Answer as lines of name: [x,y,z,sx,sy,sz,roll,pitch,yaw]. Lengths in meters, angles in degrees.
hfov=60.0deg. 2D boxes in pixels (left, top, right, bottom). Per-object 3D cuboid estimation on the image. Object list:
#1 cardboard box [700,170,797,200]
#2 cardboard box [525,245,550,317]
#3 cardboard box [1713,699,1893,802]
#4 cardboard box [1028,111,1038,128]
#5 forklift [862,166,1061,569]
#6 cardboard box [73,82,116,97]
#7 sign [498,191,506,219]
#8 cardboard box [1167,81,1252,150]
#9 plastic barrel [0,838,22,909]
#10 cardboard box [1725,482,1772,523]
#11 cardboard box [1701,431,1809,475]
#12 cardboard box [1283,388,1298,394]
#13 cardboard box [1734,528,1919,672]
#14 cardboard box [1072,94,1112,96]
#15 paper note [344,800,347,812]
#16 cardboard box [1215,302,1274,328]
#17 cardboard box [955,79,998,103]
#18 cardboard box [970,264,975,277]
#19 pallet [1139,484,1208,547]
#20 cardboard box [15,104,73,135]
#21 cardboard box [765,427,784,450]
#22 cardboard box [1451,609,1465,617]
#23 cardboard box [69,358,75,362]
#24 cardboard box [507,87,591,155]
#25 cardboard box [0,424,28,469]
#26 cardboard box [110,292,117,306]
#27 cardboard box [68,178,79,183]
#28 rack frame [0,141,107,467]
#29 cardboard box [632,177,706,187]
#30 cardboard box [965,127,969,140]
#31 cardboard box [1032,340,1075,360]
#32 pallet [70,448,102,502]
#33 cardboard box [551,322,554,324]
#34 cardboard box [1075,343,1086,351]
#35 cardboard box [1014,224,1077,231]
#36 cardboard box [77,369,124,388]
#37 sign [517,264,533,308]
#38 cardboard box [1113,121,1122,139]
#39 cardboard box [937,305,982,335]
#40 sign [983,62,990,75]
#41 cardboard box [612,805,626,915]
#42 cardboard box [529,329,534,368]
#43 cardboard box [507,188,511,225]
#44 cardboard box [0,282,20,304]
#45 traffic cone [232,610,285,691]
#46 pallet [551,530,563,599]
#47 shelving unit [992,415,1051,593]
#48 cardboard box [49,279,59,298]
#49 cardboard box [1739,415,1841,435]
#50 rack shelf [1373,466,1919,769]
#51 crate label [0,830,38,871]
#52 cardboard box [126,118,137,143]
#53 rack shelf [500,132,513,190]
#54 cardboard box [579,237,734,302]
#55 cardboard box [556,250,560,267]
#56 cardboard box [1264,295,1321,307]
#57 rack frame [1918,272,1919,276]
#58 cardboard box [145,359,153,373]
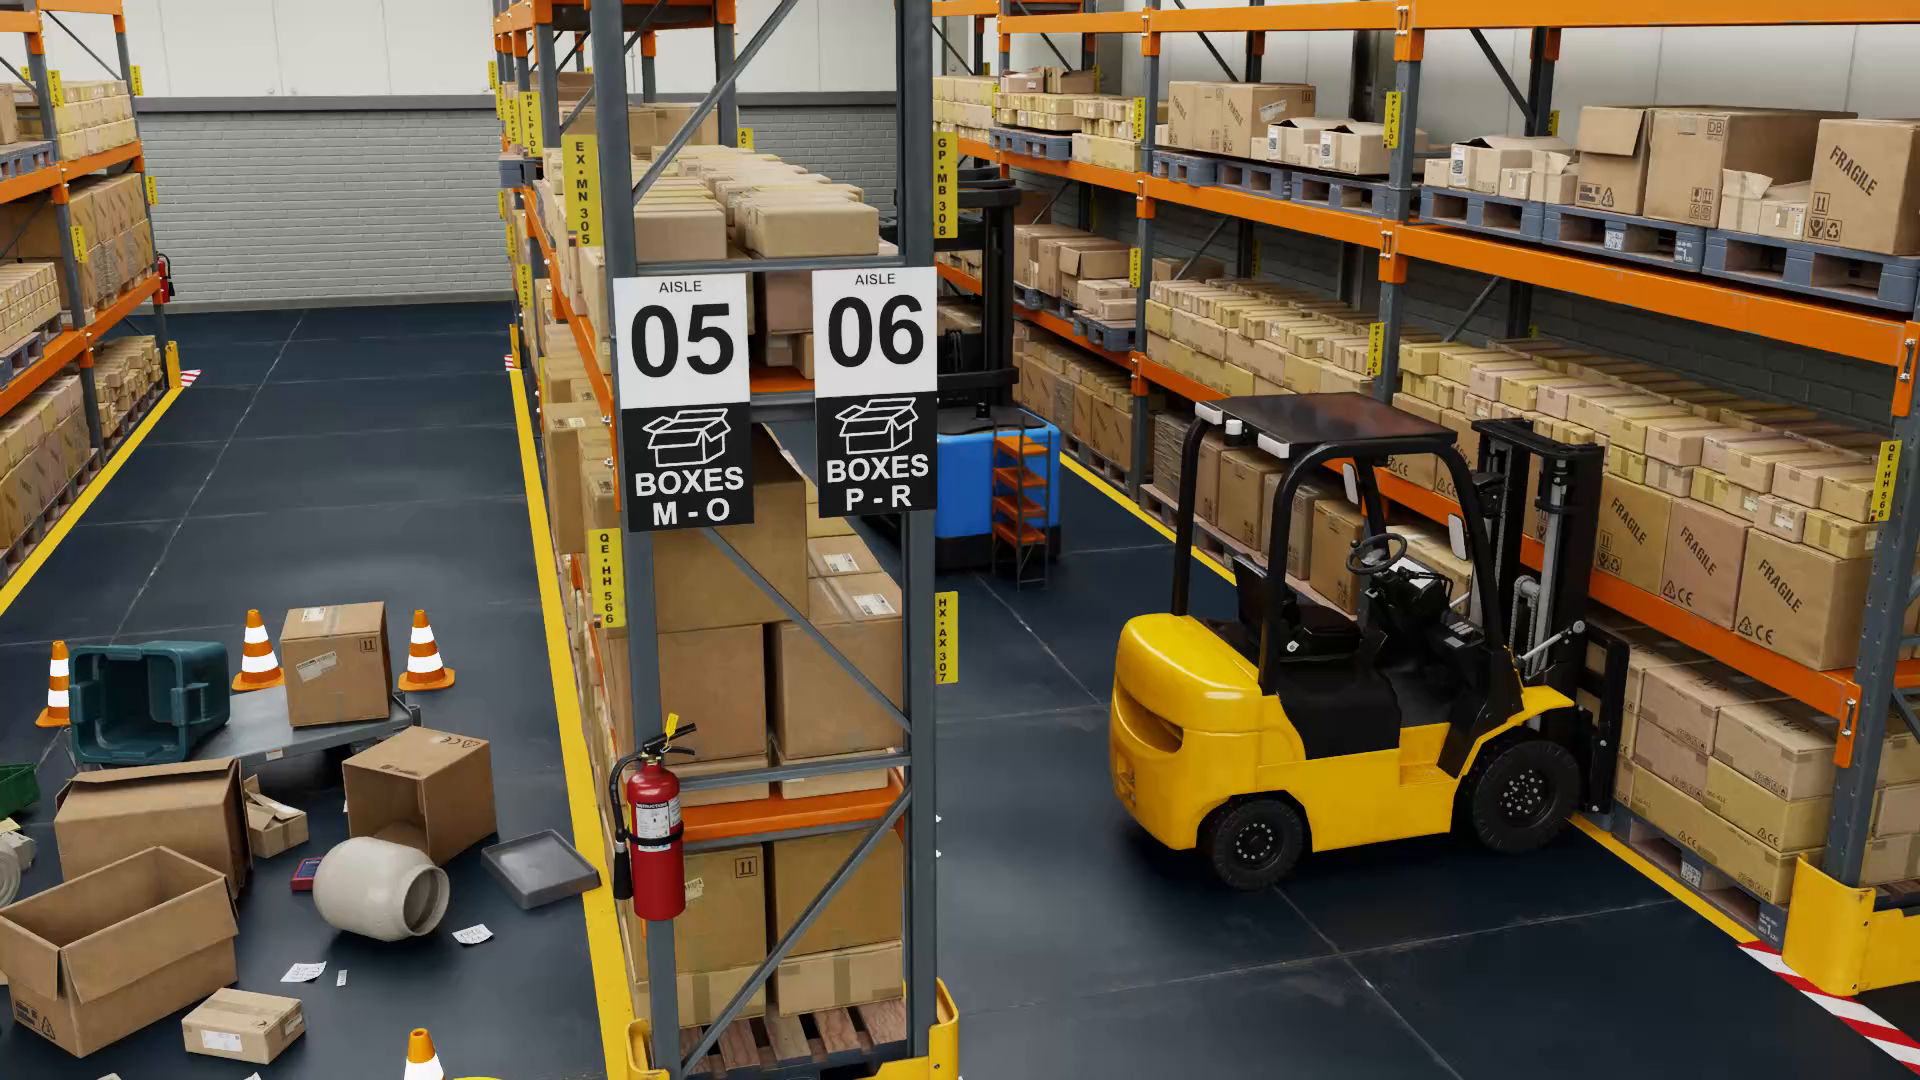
cardboard box: [-0.868,-1.445,6.887,0.380,0.149,0.250,-4,17,-14]
cardboard box: [-3.171,-2.071,13.222,0.500,0.500,0.500,-5,17,-17]
cardboard box: [3.767,0.931,7.449,0.500,0.250,0.500,-4,17,-13]
cardboard box: [0.878,-4.091,16.176,0.380,0.149,0.250,-5,17,-16]
forklift: [-0.221,-1.571,13.588,1.130,2.935,3.031,-6,18,-20]
cardboard box: [-9.112,-4.731,17.472,0.380,0.149,0.250,-4,17,-14]
sign: [-5.511,-4.046,20.063,0.100,0.325,0.005,-5,17,-15]
cardboard box: [1.959,-3.330,13.031,0.500,0.500,0.500,-5,17,-15]
plastic barrel: [-4.623,1.530,7.624,0.512,0.421,0.421,7,18,23]
cardboard box: [3.717,-0.180,7.537,0.380,0.149,0.250,-4,17,-14]
cardboard box: [3.700,-0.397,7.742,0.380,0.149,0.250,-5,17,-15]
cardboard box: [2.560,-0.895,11.478,0.500,0.250,0.500,-5,17,-16]
cardboard box: [3.805,0.234,7.286,0.500,0.500,0.500,-5,17,-16]
cardboard box: [1.322,-4.345,16.506,0.380,0.149,0.250,-4,17,-14]
paper note: [-3.172,1.388,8.780,0.148,0.019,0.142,-5,17,-15]
cardboard box: [2.164,-1.707,12.618,0.380,0.149,0.250,-4,17,-14]
cardboard box: [0.246,-5.070,18.777,0.500,0.250,0.500,-4,17,-14]
cardboard box: [0.332,-3.085,18.945,0.380,0.149,0.250,-4,17,-14]
pallet: [2.183,-0.250,13.916,1.003,0.211,1.213,-5,17,-15]
cardboard box: [-8.509,-3.866,15.285,0.500,0.250,0.500,-4,17,-13]
cardboard box: [-1.168,-0.261,8.417,0.500,0.500,0.500,-4,17,-13]
cardboard box: [3.070,0.464,9.873,0.500,0.250,0.500,-5,17,-16]
cardboard box: [-9.509,-1.802,17.430,0.380,0.149,0.250,-4,17,-14]
cardboard box: [-3.232,-3.367,13.328,0.700,0.500,0.500,-6,18,-18]
cardboard box: [-7.605,-0.716,12.934,0.500,0.250,0.500,-5,17,-16]
cardboard box: [-8.780,-2.454,16.844,0.380,0.149,0.250,-4,17,-13]
cardboard box: [-9.694,-3.601,17.797,0.500,0.500,0.500,-4,17,-14]
rack frame: [-8.608,-2.109,15.261,1.000,3.000,0.127,-5,17,-15]
cardboard box: [-1.204,-1.338,6.530,0.380,0.149,0.250,-5,17,-17]
cardboard box: [0.274,-4.602,18.781,0.380,0.149,0.250,-4,17,-13]
cardboard box: [0.970,-1.976,17.304,0.380,0.149,0.250,-6,18,-18]
pallet: [-8.393,-0.559,14.945,1.003,0.211,1.213,-5,17,-15]
cardboard box: [-2.299,-1.097,10.470,0.500,0.500,0.500,-4,17,-13]
cardboard box: [1.426,-2.019,17.447,0.380,0.149,0.250,-5,17,-15]
cardboard box: [0.813,-3.020,17.387,0.700,0.500,0.500,-4,17,-14]
cardboard box: [-8.724,-1.636,16.876,0.380,0.149,0.250,-4,17,-14]
sign: [-3.310,-1.932,12.657,0.100,0.325,0.005,-5,17,-15]
cardboard box: [1.565,-3.598,14.571,0.380,0.149,0.250,-4,17,-14]
cardboard box: [0.070,-2.616,20.563,0.700,0.500,0.500,-4,17,-13]
sign: [0.335,-5.928,21.218,0.100,0.325,0.005,-5,17,-15]
cardboard box: [-1.196,1.202,6.982,0.500,0.500,0.500,-4,17,-13]
cardboard box: [-3.321,-1.610,13.858,0.500,0.250,0.500,-4,17,-14]
cardboard box: [-4.820,-3.723,18.719,0.500,0.500,0.500,-5,17,-16]
cardboard box: [-7.953,-2.019,13.632,0.380,0.149,0.250,-6,18,-18]
traffic cone: [-4.406,0.666,10.432,0.336,0.463,0.334,-5,17,-15]
pallet: [-2.564,0.129,12.654,1.003,0.211,1.213,-5,17,-15]
shelving unit: [0.446,-0.266,12.235,0.258,1.200,0.503,-6,19,-20]
cardboard box: [-8.309,-2.238,14.879,0.380,0.149,0.250,-4,17,-14]
cardboard box: [4.030,-0.501,8.088,0.380,0.149,0.250,-4,17,-14]
rack shelf: [3.643,0.188,8.861,1.077,0.370,4.000,-5,17,-15]
crate label: [-4.685,1.533,8.112,0.250,0.136,0.298,11,20,32]
cardboard box: [-9.328,-4.476,18.185,0.500,0.250,0.500,-5,17,-16]
rack shelf: [-4.426,-4.174,18.170,1.077,0.370,4.000,-5,17,-15]
cardboard box: [-1.102,-0.977,6.021,0.500,0.250,0.500,-5,17,-16]
cardboard box: [-1.812,-1.450,8.286,0.380,0.149,0.250,-5,17,-15]
cardboard box: [2.602,-1.820,12.994,0.380,0.149,0.250,-5,17,-16]
rack frame: [4.193,-2.476,6.053,1.000,3.000,0.127,-5,17,-15]
cardboard box: [-9.143,-1.927,18.362,0.380,0.149,0.250,-5,18,-18]
